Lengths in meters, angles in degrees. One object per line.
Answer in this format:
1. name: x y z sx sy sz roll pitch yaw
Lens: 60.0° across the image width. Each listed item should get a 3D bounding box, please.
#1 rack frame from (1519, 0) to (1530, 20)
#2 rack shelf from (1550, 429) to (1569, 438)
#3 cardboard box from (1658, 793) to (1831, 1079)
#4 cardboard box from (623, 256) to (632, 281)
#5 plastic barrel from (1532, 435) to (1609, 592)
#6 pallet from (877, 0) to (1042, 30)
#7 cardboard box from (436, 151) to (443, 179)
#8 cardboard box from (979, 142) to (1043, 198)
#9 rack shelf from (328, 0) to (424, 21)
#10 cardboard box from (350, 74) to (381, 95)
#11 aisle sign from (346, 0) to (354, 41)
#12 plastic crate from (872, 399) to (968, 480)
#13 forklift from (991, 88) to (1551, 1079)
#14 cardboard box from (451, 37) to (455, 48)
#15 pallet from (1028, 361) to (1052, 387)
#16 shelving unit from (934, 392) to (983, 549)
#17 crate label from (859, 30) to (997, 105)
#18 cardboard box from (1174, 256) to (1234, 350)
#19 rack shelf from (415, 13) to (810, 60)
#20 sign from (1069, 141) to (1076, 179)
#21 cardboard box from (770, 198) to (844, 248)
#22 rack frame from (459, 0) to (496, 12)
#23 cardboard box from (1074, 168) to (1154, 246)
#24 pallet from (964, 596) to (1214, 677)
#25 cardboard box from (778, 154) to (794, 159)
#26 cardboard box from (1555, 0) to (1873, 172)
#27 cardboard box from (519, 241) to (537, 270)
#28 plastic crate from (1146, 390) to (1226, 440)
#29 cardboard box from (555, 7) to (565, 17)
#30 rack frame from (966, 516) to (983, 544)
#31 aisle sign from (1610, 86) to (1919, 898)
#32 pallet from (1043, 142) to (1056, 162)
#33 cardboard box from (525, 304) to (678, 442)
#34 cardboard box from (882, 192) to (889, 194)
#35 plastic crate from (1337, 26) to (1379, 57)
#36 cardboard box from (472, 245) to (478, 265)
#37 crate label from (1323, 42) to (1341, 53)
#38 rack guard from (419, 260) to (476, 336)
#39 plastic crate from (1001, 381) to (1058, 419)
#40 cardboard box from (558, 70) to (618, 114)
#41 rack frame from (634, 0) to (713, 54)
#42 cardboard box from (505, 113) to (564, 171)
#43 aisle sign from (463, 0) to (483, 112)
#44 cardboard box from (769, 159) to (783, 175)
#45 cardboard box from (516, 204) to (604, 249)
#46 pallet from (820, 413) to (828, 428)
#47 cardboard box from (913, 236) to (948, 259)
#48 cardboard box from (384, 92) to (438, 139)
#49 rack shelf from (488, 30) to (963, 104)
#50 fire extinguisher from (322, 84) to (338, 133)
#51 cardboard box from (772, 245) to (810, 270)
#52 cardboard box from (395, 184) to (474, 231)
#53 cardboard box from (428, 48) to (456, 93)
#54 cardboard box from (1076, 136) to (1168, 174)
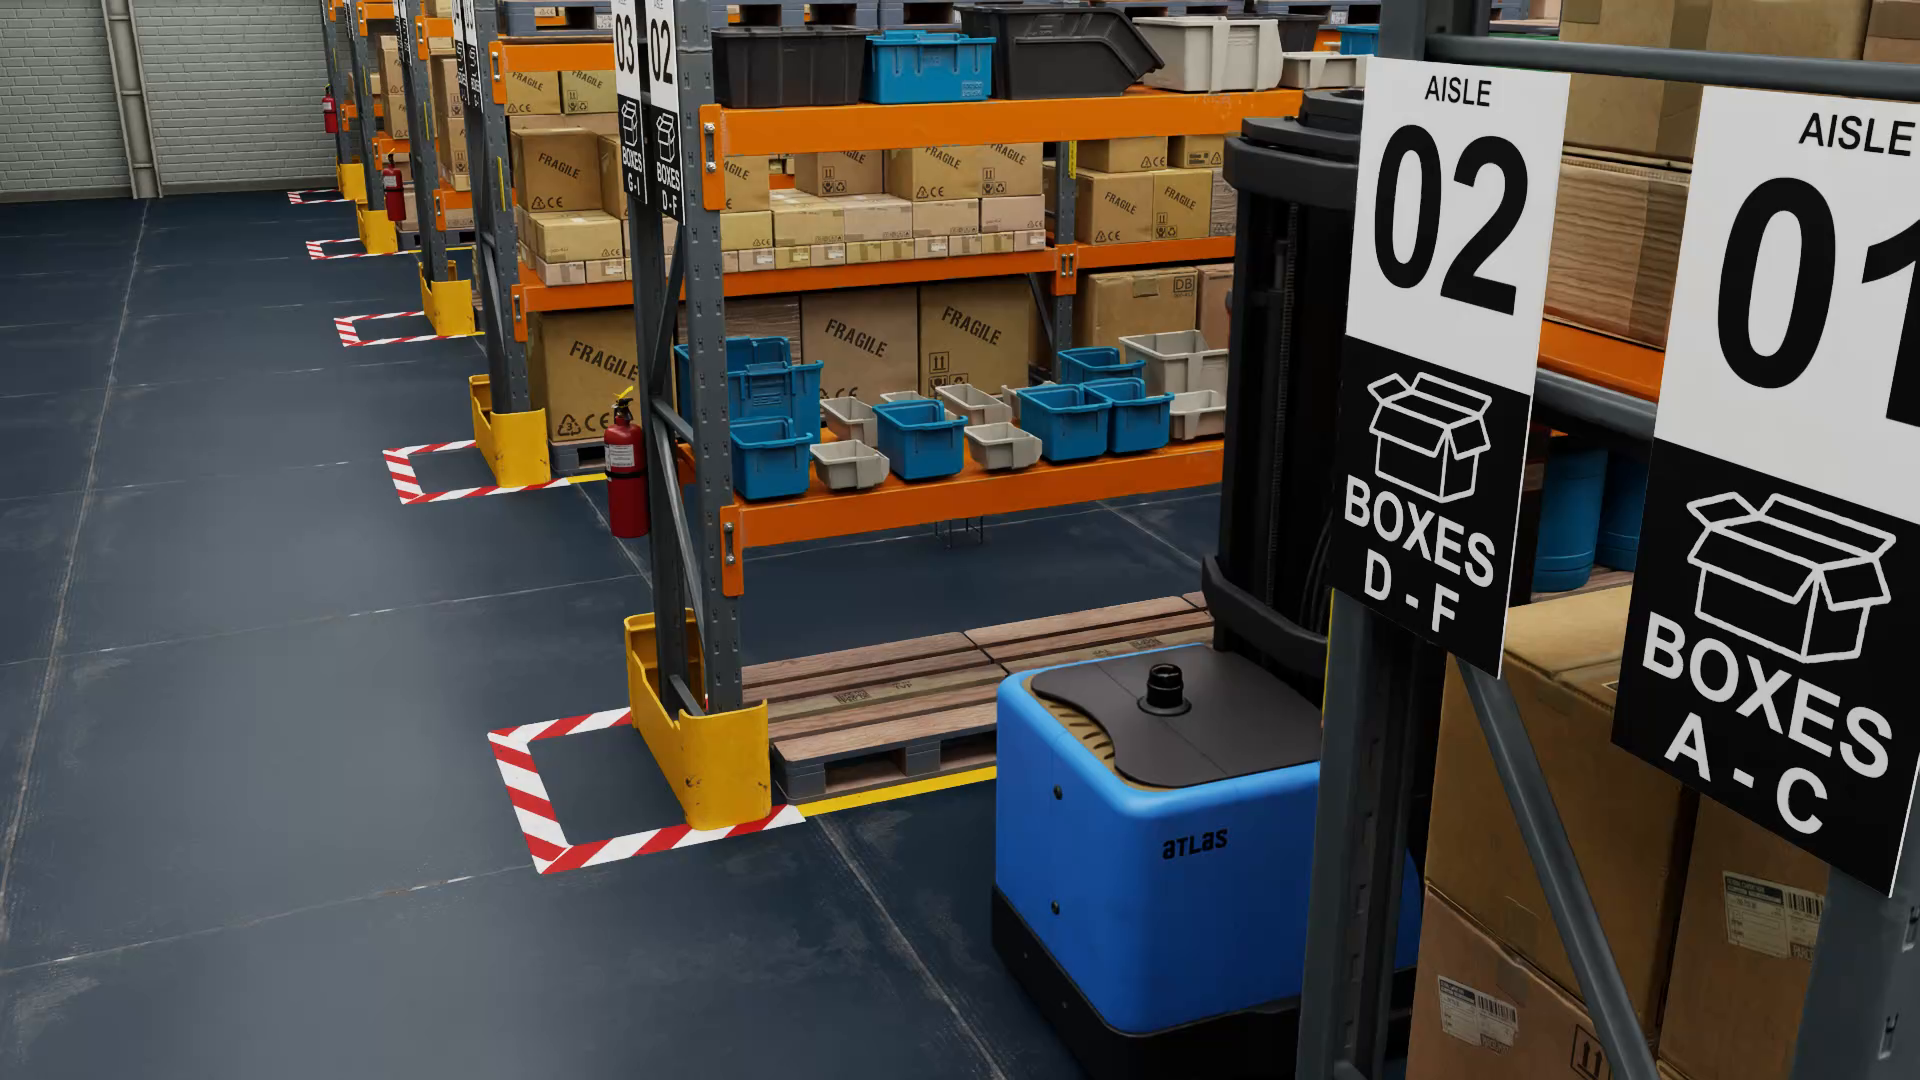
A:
1. rack frame: 4.258 -3.007 14.046 0.127 3.000 1.000 -8 21 -22
2. rack shelf: 4.383 -0.894 9.128 4.000 0.370 1.077 -8 21 -22
3. cardboard box: 1.345 0.570 2.230 0.500 0.500 0.500 -7 21 -20
4. cardboard box: -2.161 -1.850 11.138 0.250 0.149 0.380 -9 21 -23
5. plastic barrel: 3.053 -0.245 8.729 0.708 0.901 0.600 -8 21 -22
6. pallet: -0.170 -3.749 11.771 1.213 0.211 1.003 -8 21 -22
7. cardboard box: -7.583 -5.661 24.715 0.500 0.500 0.700 -7 21 -20
8. cardboard box: 0.269 -2.762 11.999 0.500 0.500 0.500 -8 21 -20
9. rack shelf: -7.146 -7.828 24.306 4.000 0.370 1.077 -8 21 -22
10. cardboard box: -8.459 -6.537 23.849 0.500 0.250 0.500 -8 21 -22
11. aisle sign: -6.964 -6.105 18.930 0.004 0.787 0.394 -8 21 -22
12. plastic crate: -0.164 -0.412 6.838 0.300 0.233 0.416 -8 21 -22
13. forklift: 1.677 0.041 5.494 3.031 2.935 1.130 -8 21 -21
14. cardboard box: -5.846 -5.859 19.513 0.250 0.149 0.380 -9 21 -24
15. pallet: 1.264 -1.290 13.368 1.213 0.211 1.003 -8 21 -22
16. shelving unit: -0.007 -0.423 9.870 0.210 0.900 0.258 -8 21 -22
17. crate label: -0.151 -1.812 6.358 0.502 0.251 0.408 -8 21 -22
18. cardboard box: 1.985 -1.885 13.425 0.875 0.875 1.225 -9 21 -24
19. rack shelf: -3.123 -4.819 15.759 4.000 0.370 1.077 -8 21 -22
20. sign: 0.806 -2.757 11.914 0.005 0.325 0.100 -8 21 -22
21. cardboard box: -1.126 -2.211 11.562 0.500 0.250 0.500 -9 21 -23
22. rack frame: -3.088 -4.784 10.060 0.127 3.000 1.000 -8 21 -22
23. cardboard box: 1.107 -2.512 12.490 0.500 0.500 0.500 -8 21 -22
24. pallet: 0.765 0.615 7.957 1.213 0.211 1.003 -8 21 -22
25. cardboard box: -1.619 -4.044 16.393 0.500 0.500 0.500 -8 21 -22
26. cardboard box: 1.204 -0.658 2.332 0.500 0.250 0.500 -8 21 -22
27. cardboard box: -2.891 -1.983 11.517 0.250 0.149 0.380 -8 21 -21
28. plastic crate: 1.067 -0.554 7.384 0.466 0.136 0.293 -8 21 -22
29. cardboard box: -3.493 -4.945 15.260 0.500 0.250 0.500 -9 21 -24
30. rack frame: 0.086 -0.437 9.908 0.006 0.900 0.240 -8 21 -22
31. aisle sign: 0.886 -0.061 1.764 0.004 0.787 0.394 -8 21 -22
32. pallet: 0.585 -4.169 17.636 1.213 0.211 1.003 -8 21 -22
33. cardboard box: -2.532 -1.259 11.648 0.875 0.875 0.875 -8 21 -22
34. cardboard box: -0.409 -2.504 12.396 0.500 0.250 0.500 -8 21 -22
35. plastic crate: 1.838 -2.089 7.174 0.300 0.233 0.416 -8 21 -22
36. cardboard box: -4.574 -2.761 16.112 0.250 0.149 0.380 -8 21 -21
37. crate label: 1.983 -2.285 7.874 0.466 0.136 0.293 -8 21 -22
38. rack guard: -4.890 -2.311 15.834 0.348 0.500 1.175 -8 21 -22
39. plastic crate: 0.334 -0.633 7.610 0.250 0.136 0.298 -8 21 -22
40. cardboard box: -3.495 -4.248 15.465 0.500 0.500 0.500 -9 21 -23
41. rack frame: -1.126 -3.274 5.771 0.127 3.000 1.000 -8 21 -22
42. cardboard box: -3.957 -3.721 15.475 0.500 0.500 0.500 -8 21 -22
43. aisle sign: -3.035 -3.080 10.338 0.004 0.787 0.394 -8 21 -22
44. cardboard box: -1.919 -3.695 16.378 0.250 0.149 0.380 -7 21 -20
45. cardboard box: -2.748 -2.169 11.443 0.500 0.250 0.500 -9 21 -23
46. pallet: -1.266 -0.927 12.338 1.213 0.211 1.003 -8 21 -22
47. cardboard box: -0.273 -2.121 11.907 0.250 0.149 0.380 -8 21 -21
48. cardboard box: -6.459 -4.999 19.554 0.500 0.500 0.500 -8 21 -22
49. rack shelf: -1.251 -3.293 11.425 4.000 0.370 1.077 -8 21 -22
50. fire extinguisher: -8.935 -6.117 23.557 0.183 0.674 0.296 -8 21 -22
51. cardboard box: -1.219 -1.985 11.521 0.250 0.149 0.380 -9 21 -23
52. cardboard box: -6.447 -4.083 20.329 0.875 0.438 0.875 -9 21 -24
53. cardboard box: -5.988 -5.542 19.589 0.500 0.500 0.500 -9 21 -23
54. cardboard box: 1.168 -3.088 12.614 0.637 0.503 0.797 -9 21 -23
